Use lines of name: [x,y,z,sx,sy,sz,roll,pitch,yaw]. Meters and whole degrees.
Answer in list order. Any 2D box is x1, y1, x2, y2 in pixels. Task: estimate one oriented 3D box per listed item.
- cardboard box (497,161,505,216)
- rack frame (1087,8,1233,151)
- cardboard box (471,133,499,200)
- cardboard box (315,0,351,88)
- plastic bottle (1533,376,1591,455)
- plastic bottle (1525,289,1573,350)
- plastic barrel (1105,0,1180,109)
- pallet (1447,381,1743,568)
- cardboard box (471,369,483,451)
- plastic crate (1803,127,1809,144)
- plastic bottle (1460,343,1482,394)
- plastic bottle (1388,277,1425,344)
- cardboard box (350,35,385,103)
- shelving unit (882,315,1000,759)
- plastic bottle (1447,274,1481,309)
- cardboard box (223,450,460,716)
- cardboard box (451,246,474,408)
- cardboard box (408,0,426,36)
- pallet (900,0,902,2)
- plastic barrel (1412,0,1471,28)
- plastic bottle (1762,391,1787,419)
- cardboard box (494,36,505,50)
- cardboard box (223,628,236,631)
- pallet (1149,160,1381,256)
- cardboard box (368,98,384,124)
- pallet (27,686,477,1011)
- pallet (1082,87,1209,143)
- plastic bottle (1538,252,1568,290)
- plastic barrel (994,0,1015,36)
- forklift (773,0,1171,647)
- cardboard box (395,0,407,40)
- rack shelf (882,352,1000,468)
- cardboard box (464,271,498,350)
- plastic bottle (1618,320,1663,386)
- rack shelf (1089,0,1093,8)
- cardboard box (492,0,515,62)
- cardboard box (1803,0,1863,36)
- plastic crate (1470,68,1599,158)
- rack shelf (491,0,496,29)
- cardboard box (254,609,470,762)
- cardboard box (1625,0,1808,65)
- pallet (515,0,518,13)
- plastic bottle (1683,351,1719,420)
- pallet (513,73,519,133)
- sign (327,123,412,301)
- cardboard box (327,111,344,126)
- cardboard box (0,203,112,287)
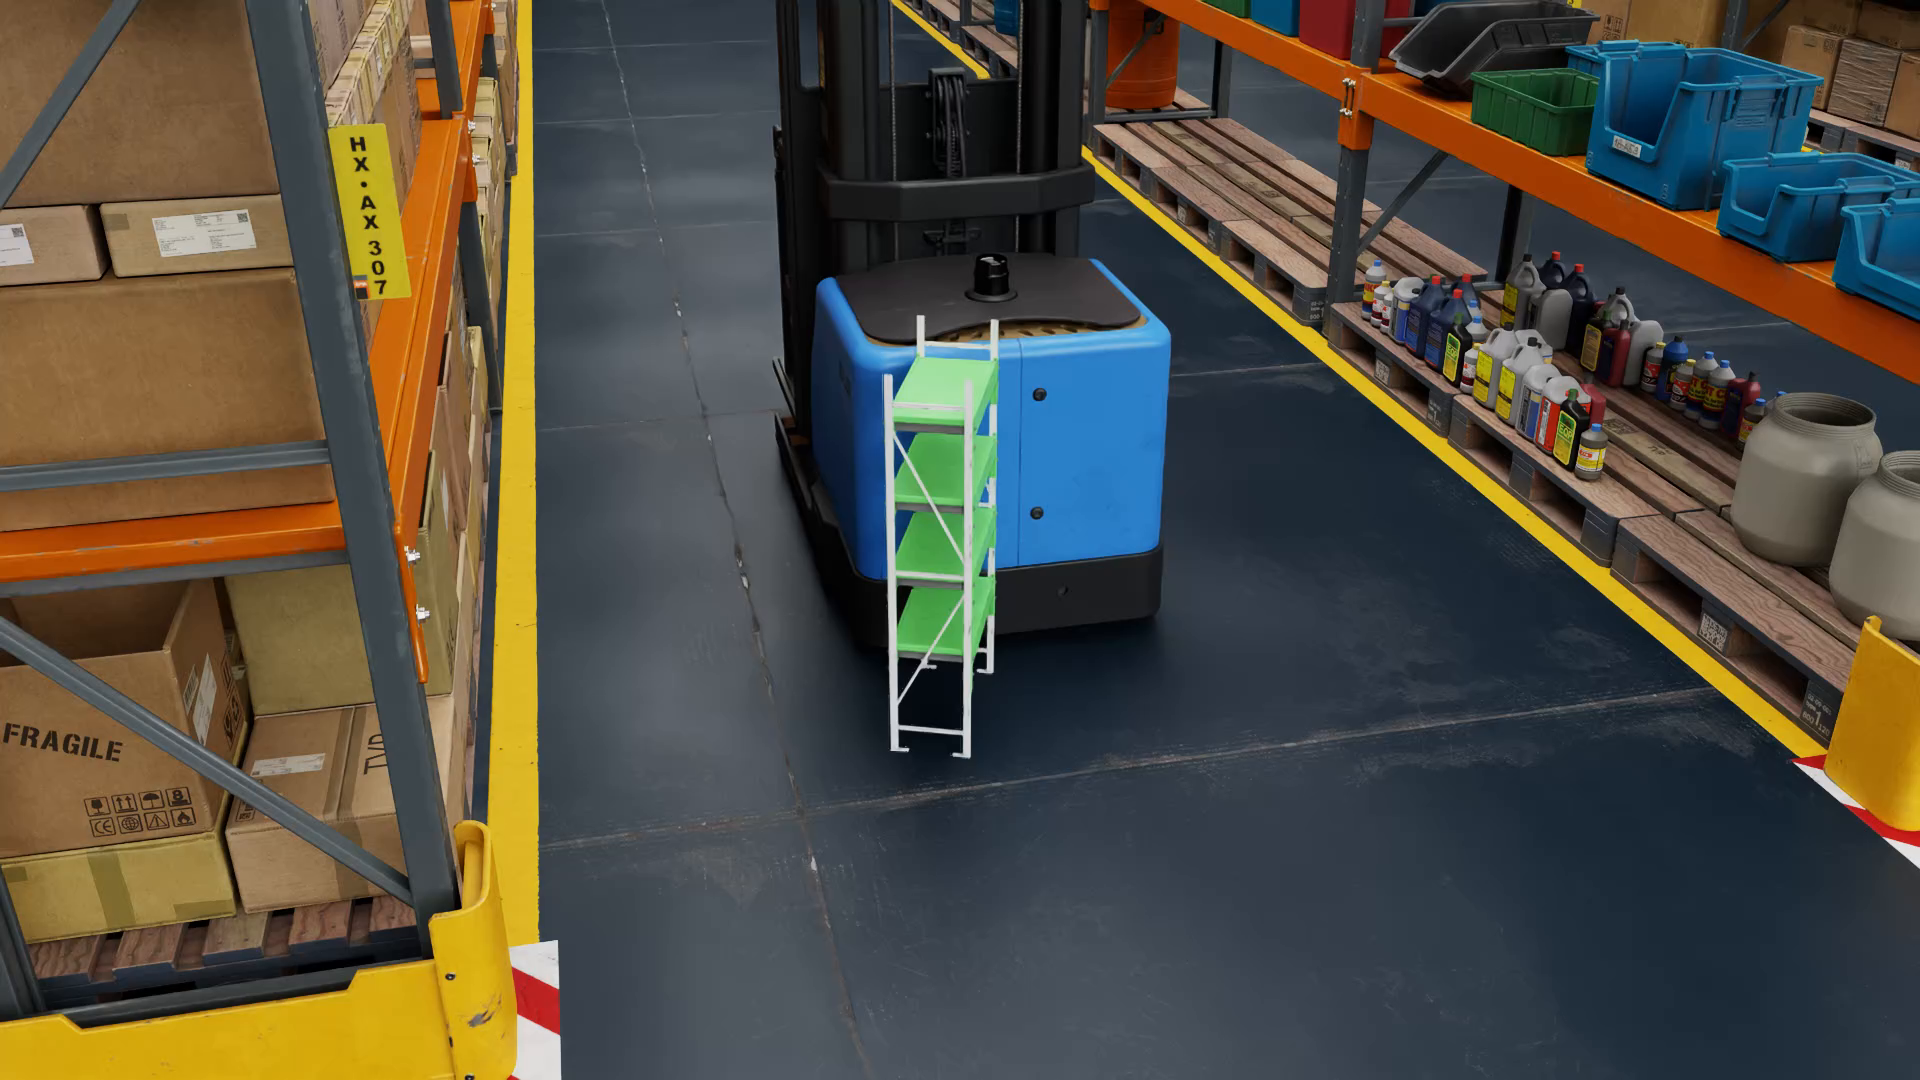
cardboard box: [-2.844,-1.944,9.358,0.500,0.250,0.500,-5,27,-10]
rack frame: [1.396,-4.139,11.121,1.000,3.000,0.127,-6,27,-12]
cardboard box: [-2.727,-1.973,8.793,0.500,0.311,0.500,-5,27,-10]
cardboard box: [-1.970,-1.430,4.204,0.700,0.500,0.500,-6,27,-11]
plastic bottle: [2.328,-0.482,6.411,0.152,0.276,0.135,-6,27,-11]
plastic bottle: [2.628,-0.999,7.435,0.152,0.276,0.135,-6,27,-12]
plastic barrel: [1.269,-3.570,11.937,0.600,0.830,0.708,-6,27,-12]
pallet: [2.687,-0.302,6.614,1.003,0.211,1.213,-6,27,-12]
cardboard box: [-2.109,-0.439,6.377,0.500,0.250,0.500,-6,27,-12]
plastic crate: [2.910,-1.578,6.340,0.530,0.136,0.437,-6,27,-12]
plastic bottle: [2.159,-0.724,6.972,0.097,0.201,0.097,0,27,0]
plastic bottle: [2.042,-1.040,7.515,0.152,0.276,0.135,-5,27,-10]
cardboard box: [-1.852,-1.328,4.722,0.380,0.149,0.250,-6,27,-11]
shelving unit: [-0.048,-0.005,4.926,0.258,1.200,0.503,4,27,8]
plastic bottle: [2.216,-1.015,7.383,0.144,0.351,0.185,-6,27,-12]
cardboard box: [-1.646,0.103,4.471,0.500,0.500,0.500,-6,27,-12]
cardboard box: [-2.110,-0.774,6.208,0.500,0.500,0.500,-6,27,-12]
cardboard box: [-2.805,-2.496,7.755,0.500,0.500,0.500,-4,27,-8]
pallet: [-0.259,-6.040,17.982,1.003,0.211,1.213,-6,27,-12]
plastic barrel: [2.506,-2.807,7.926,0.600,0.901,0.708,-6,27,-12]
plastic bottle: [3.094,-0.433,6.318,0.097,0.271,0.097,0,27,0]
cardboard box: [-3.378,-3.176,11.499,0.500,0.500,0.500,-7,28,-13]
cardboard box: [-2.275,0.272,4.968,0.500,0.250,0.500,-6,27,-12]
pallet: [1.805,-2.015,10.008,1.003,0.211,1.213,-6,27,-12]
cardboard box: [-2.072,-1.055,4.901,0.700,0.500,0.500,-5,27,-10]
pallet: [-1.841,0.788,4.454,1.003,0.211,1.213,-6,27,-12]
pallet: [1.178,-3.236,12.426,1.003,0.211,1.213,-6,27,-12]
plastic bottle: [2.724,-1.143,7.637,0.144,0.351,0.185,-7,28,-13]
plastic barrel: [0.601,-4.905,14.501,0.600,0.901,0.708,-6,27,-12]
forklift: [-0.152,-1.603,6.174,1.130,2.935,3.031,-6,27,-12]
cardboard box: [-2.084,-1.779,5.615,0.380,0.149,0.250,-6,27,-12]
rack shelf: [-0.047,-0.377,4.739,0.258,0.148,0.480,4,27,8]
cardboard box: [-2.379,-1.043,7.574,0.500,0.250,0.500,-7,28,-13]
plastic bottle: [2.872,-0.812,7.064,0.152,0.276,0.135,-5,27,-11]
rack shelf: [0.946,-4.695,13.022,1.077,0.370,4.000,-6,27,-12]
cardboard box: [-3.838,-4.068,13.267,0.500,0.500,0.500,-6,27,-11]
cardboard box: [6.402,-3.766,11.836,0.500,0.250,0.500,-5,27,-9]
plastic crate: [2.329,-1.663,6.452,0.450,0.188,0.662,-6,27,-12]
rack shelf: [-3.881,-4.194,12.029,1.077,0.370,4.000,-6,27,-12]
cardboard box: [-1.648,0.438,4.639,0.500,0.250,0.500,-6,27,-12]
cardboard box: [6.087,-4.186,13.106,1.225,0.875,0.875,-7,28,-14]
pallet: [-5.036,-5.521,16.955,1.003,0.211,1.213,-6,27,-12]
plastic bottle: [2.994,-0.627,6.703,0.097,0.271,0.097,0,27,0]
pallet: [-3.833,-3.258,12.472,1.003,0.211,1.213,-6,27,-12]
sign: [-1.086,-0.601,3.063,0.100,0.325,0.005,-6,27,-12]
cardboard box: [-1.623,-0.879,3.831,0.380,0.149,0.250,-6,27,-11]
cardboard box: [-1.899,-0.608,3.295,0.380,0.149,0.250,-6,27,-12]
